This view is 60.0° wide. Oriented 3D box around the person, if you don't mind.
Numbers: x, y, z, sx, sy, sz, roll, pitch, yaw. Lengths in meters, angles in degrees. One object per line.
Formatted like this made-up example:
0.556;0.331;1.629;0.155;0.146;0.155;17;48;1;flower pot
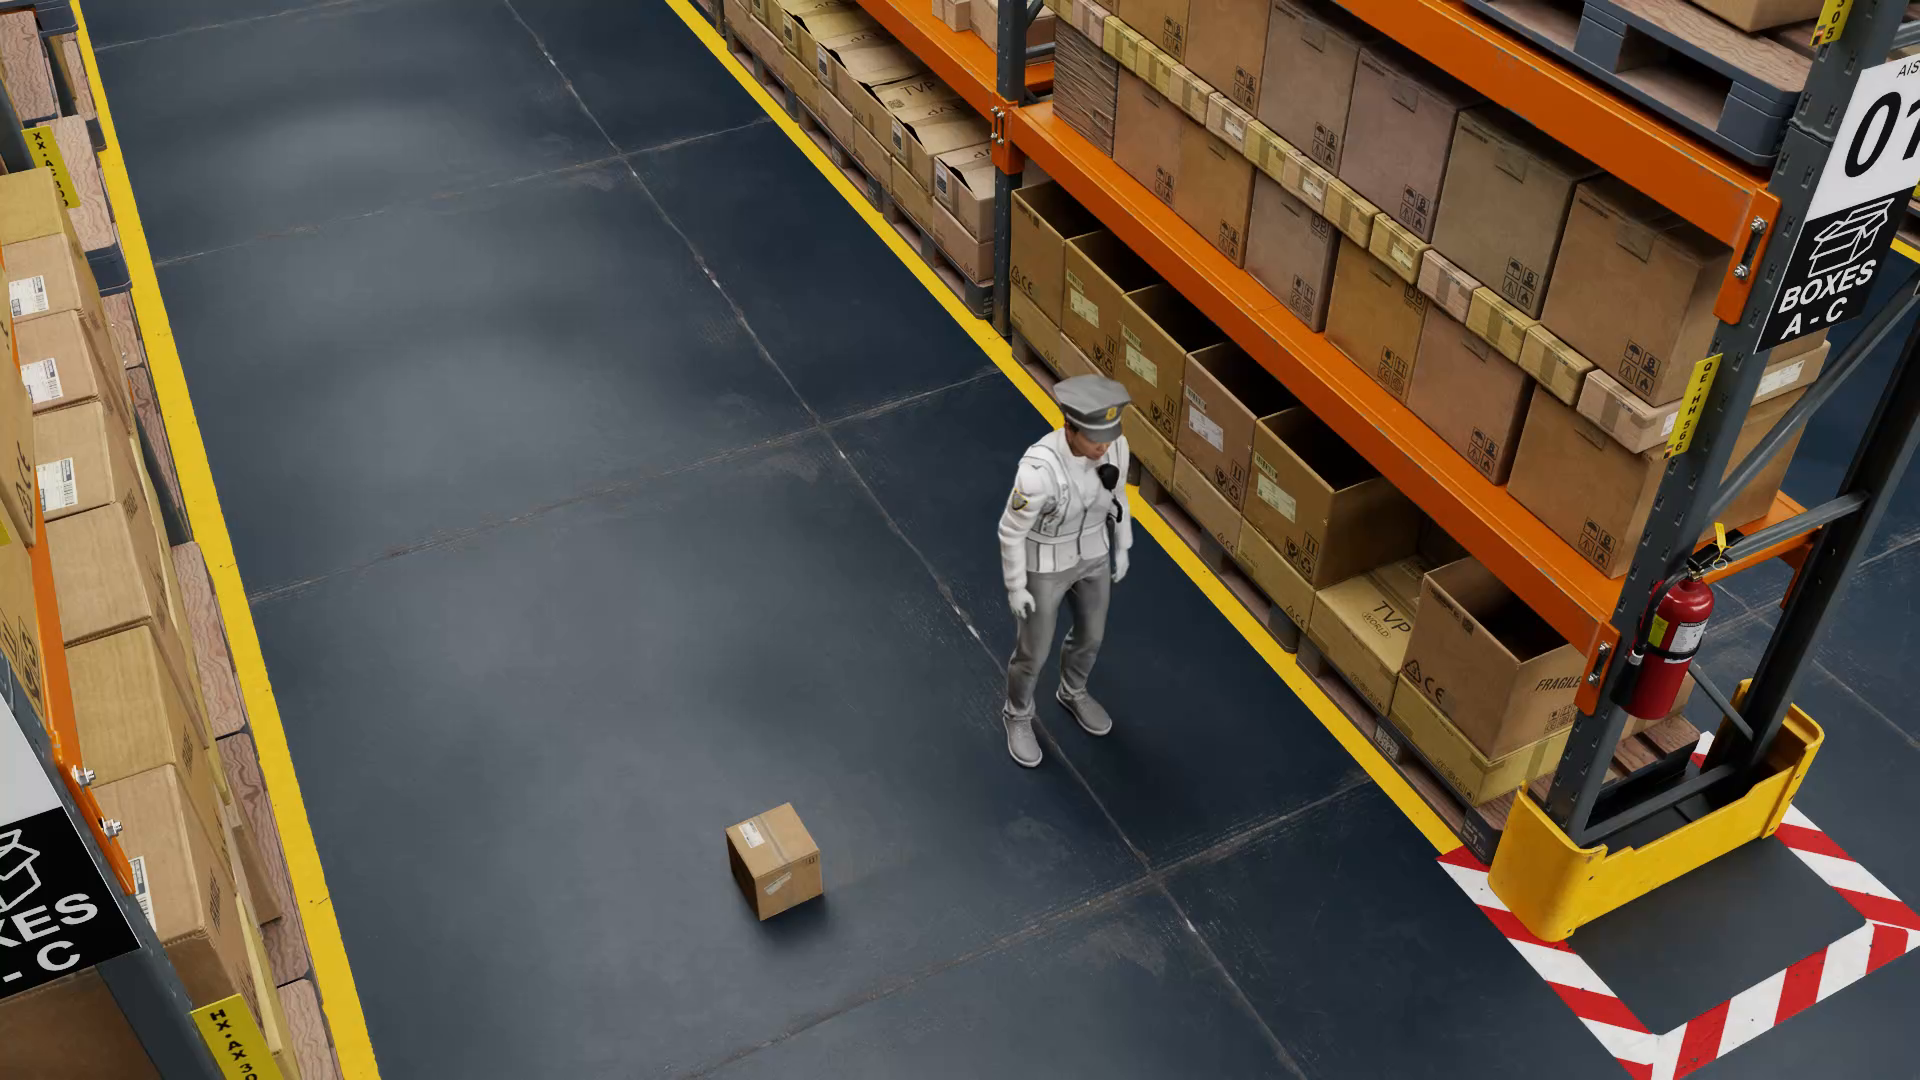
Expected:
0.392;0.094;6.051;0.534;1.662;0.379;-20;45;-21;person
